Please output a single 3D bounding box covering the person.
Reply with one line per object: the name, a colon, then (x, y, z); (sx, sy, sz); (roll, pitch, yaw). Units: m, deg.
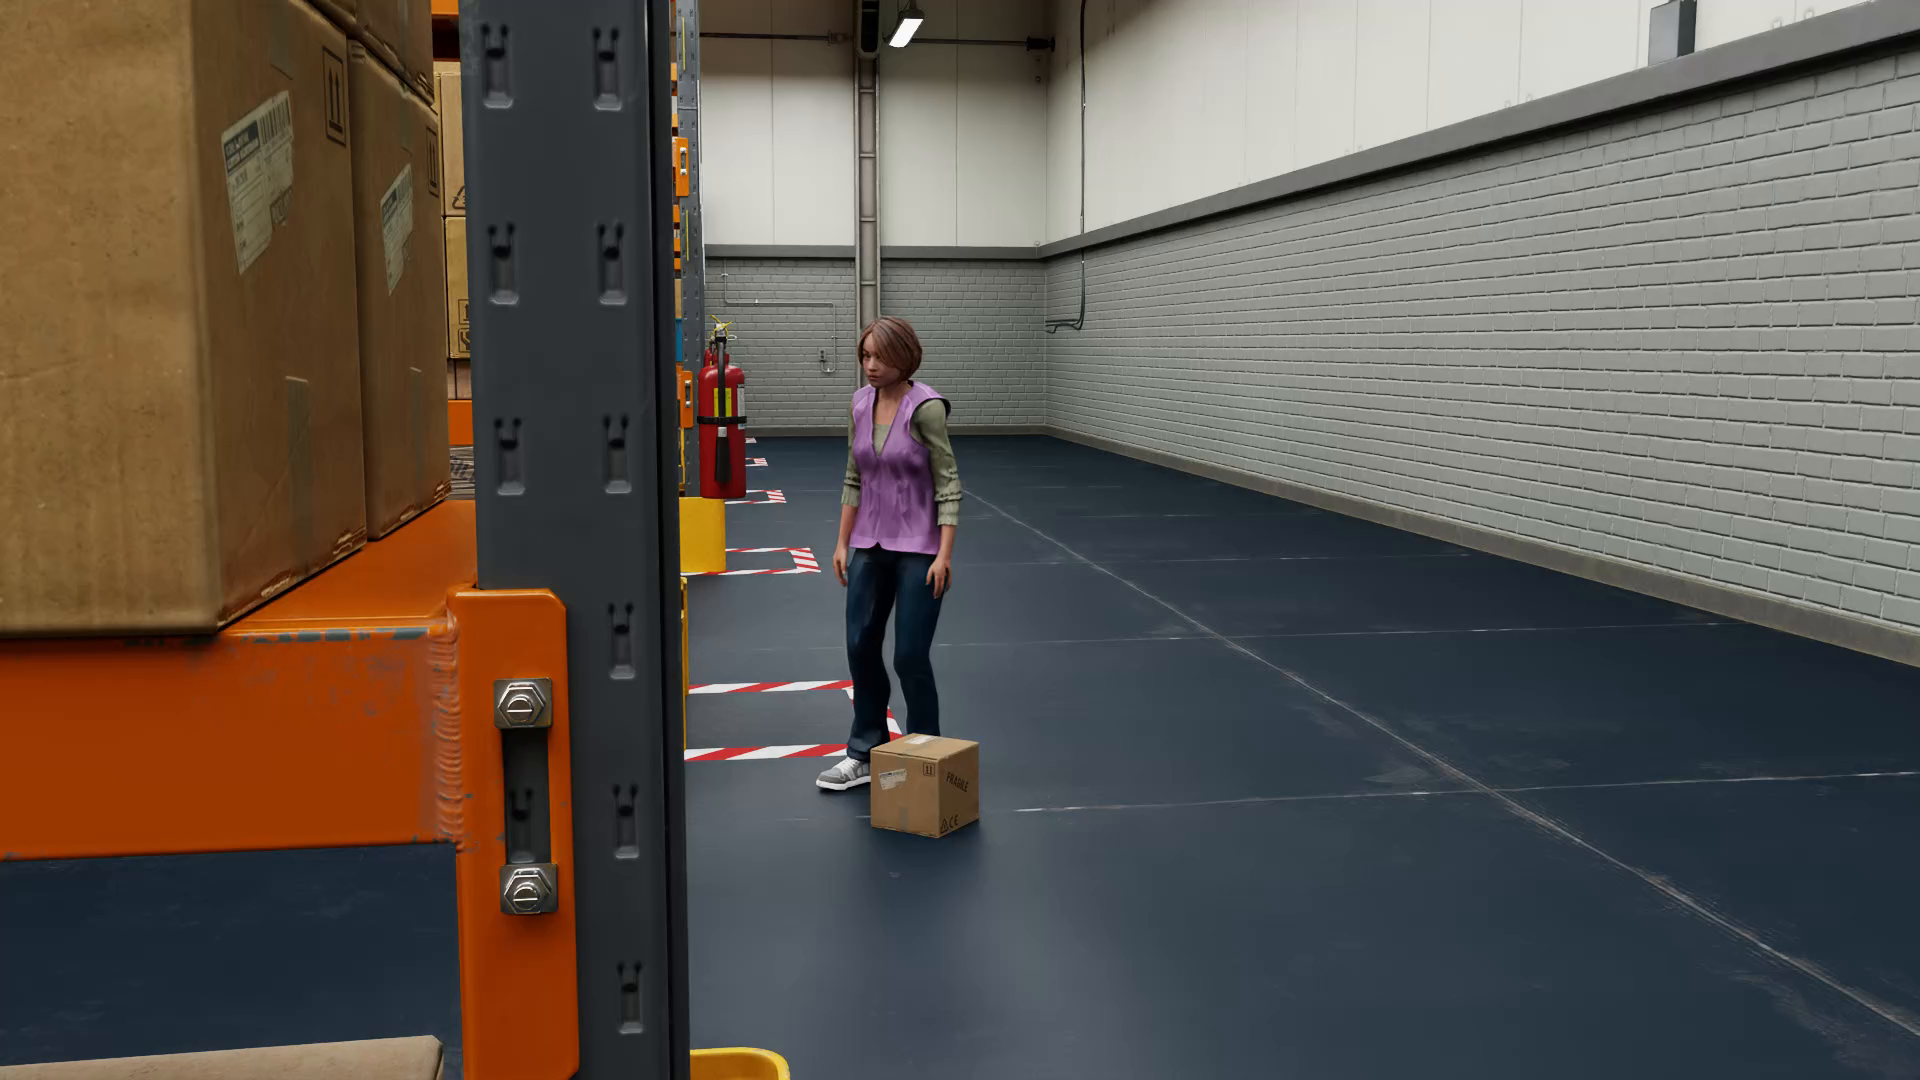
person: (-0.217, 0.060, 5.525); (0.484, 1.592, 0.346); (4, 8, 34)
